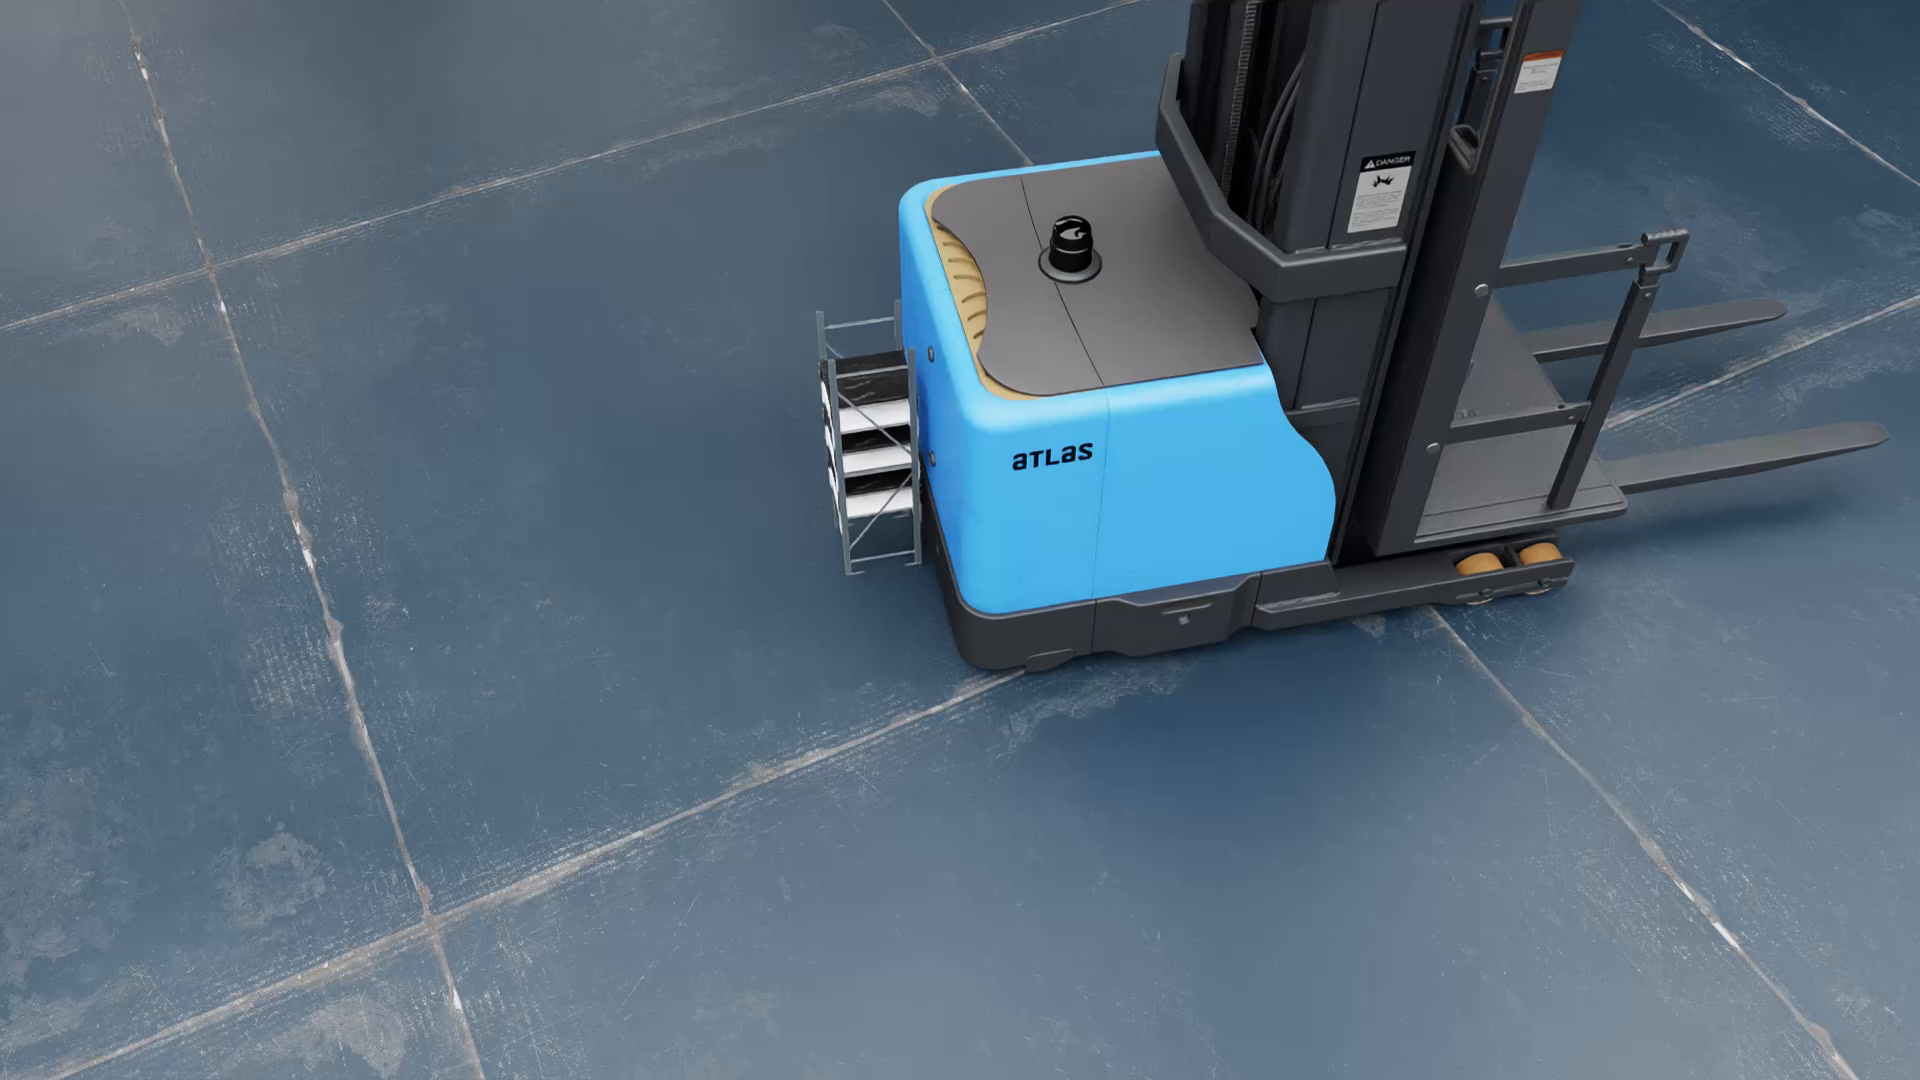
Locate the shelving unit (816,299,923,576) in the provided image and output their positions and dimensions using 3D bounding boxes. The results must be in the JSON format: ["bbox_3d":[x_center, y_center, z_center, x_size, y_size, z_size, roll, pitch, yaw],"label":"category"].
[{"bbox_3d":[-0.260,-0.280,4.897,0.258,0.900,0.210,-9,49,-8],"label":"shelving unit"}]

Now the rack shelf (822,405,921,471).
[{"bbox_3d":[-0.260,-0.317,4.854,0.258,0.077,0.200,-9,49,-8],"label":"rack shelf"}]

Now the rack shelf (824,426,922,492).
[{"bbox_3d":[-0.259,-0.258,4.922,0.258,0.077,0.200,-9,49,-8],"label":"rack shelf"}]

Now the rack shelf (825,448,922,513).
[{"bbox_3d":[-0.259,-0.199,4.990,0.258,0.077,0.200,-9,49,-8],"label":"rack shelf"}]

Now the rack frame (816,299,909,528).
[{"bbox_3d":[-0.281,-0.355,4.962,0.240,0.900,0.006,-9,49,-8],"label":"rack frame"}]

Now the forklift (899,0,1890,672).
[{"bbox_3d":[1.384,-1.150,4.309,3.031,2.935,1.130,-9,49,-8],"label":"forklift"}]

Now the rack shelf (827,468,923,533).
[{"bbox_3d":[-0.259,-0.140,5.057,0.258,0.077,0.200,-9,49,-8],"label":"rack shelf"}]

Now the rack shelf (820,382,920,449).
[{"bbox_3d":[-0.260,-0.377,4.786,0.258,0.077,0.200,-9,49,-8],"label":"rack shelf"}]

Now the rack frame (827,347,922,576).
[{"bbox_3d":[-0.238,-0.205,4.831,0.240,0.900,0.006,-9,49,-8],"label":"rack frame"}]

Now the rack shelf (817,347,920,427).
[{"bbox_3d":[-0.260,-0.436,4.718,0.258,0.077,0.200,-9,49,-8],"label":"rack shelf"}]
